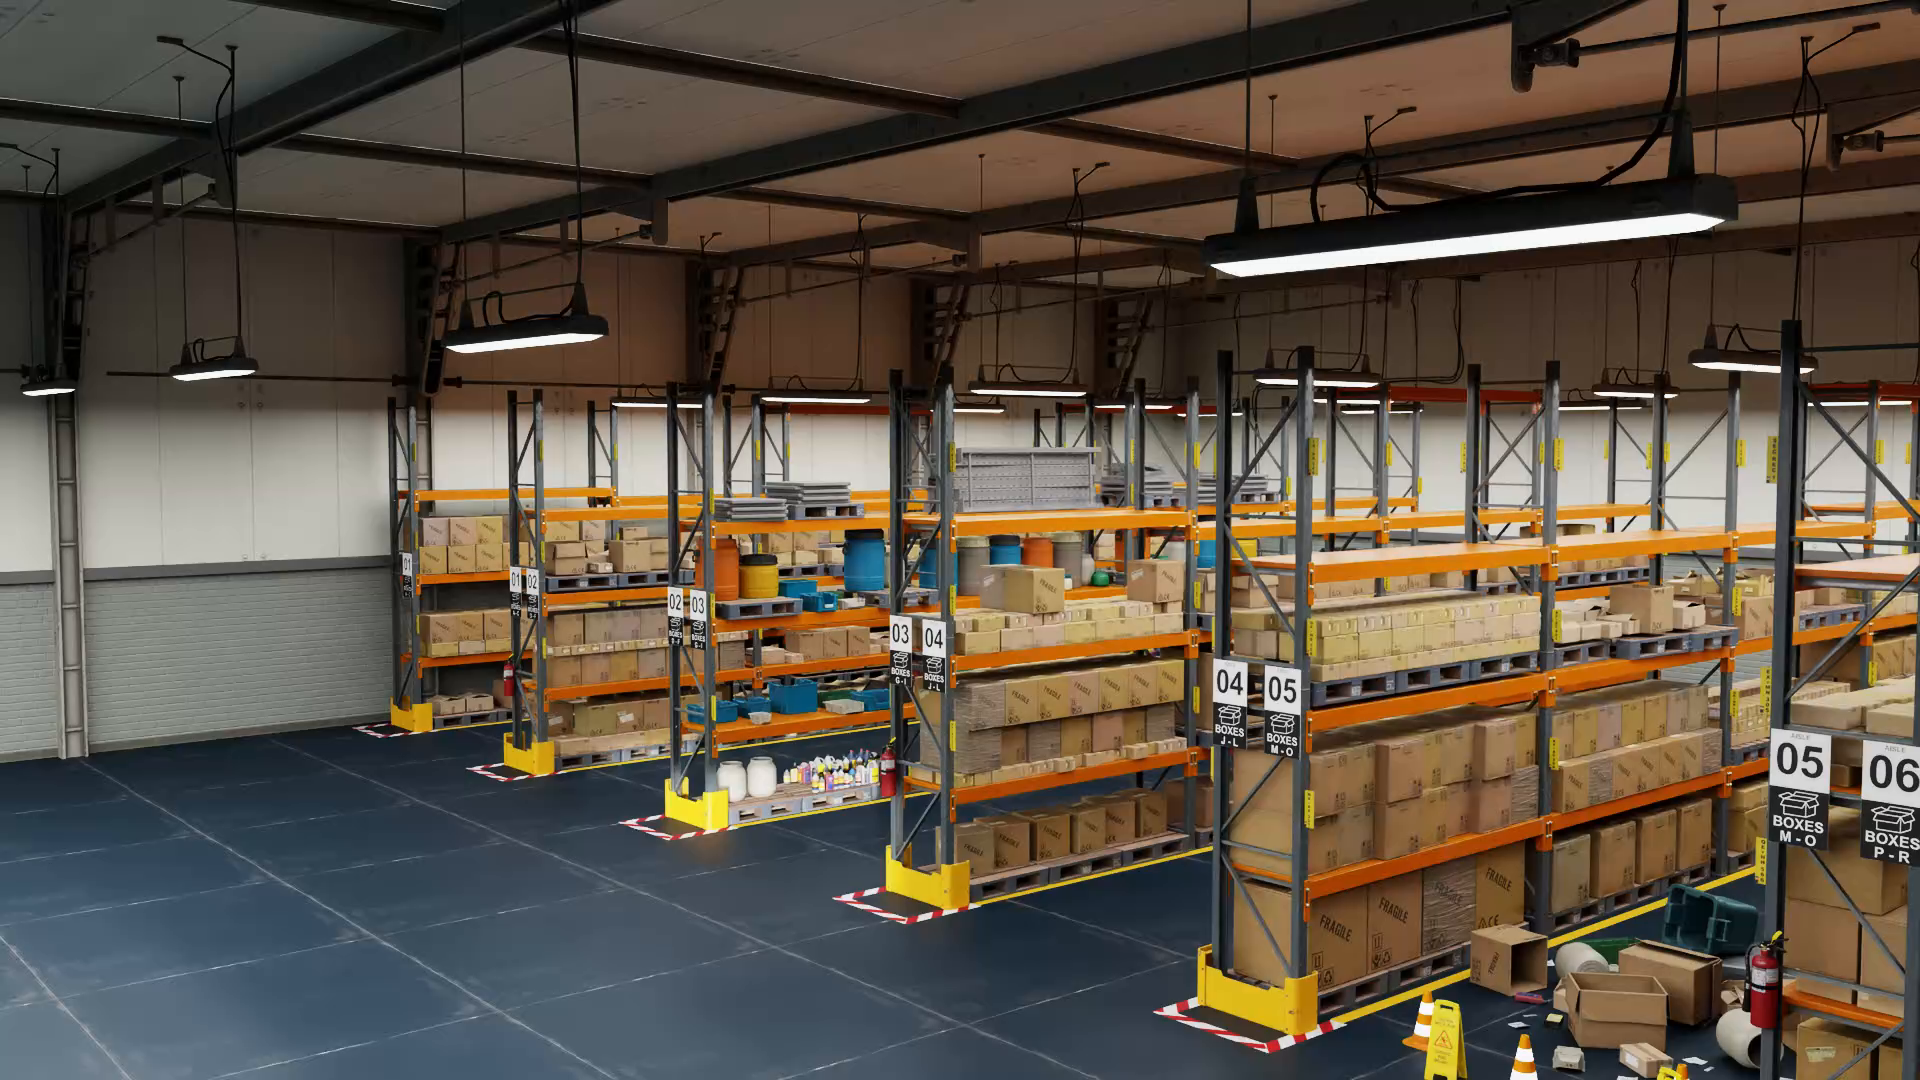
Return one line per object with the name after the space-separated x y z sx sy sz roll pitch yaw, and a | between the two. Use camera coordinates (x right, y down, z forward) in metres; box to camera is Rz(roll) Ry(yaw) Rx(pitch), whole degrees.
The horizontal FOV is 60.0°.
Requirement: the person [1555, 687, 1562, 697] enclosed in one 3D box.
8.730 2.926 24.261 0.674 1.686 0.638 3 4 37 | person
